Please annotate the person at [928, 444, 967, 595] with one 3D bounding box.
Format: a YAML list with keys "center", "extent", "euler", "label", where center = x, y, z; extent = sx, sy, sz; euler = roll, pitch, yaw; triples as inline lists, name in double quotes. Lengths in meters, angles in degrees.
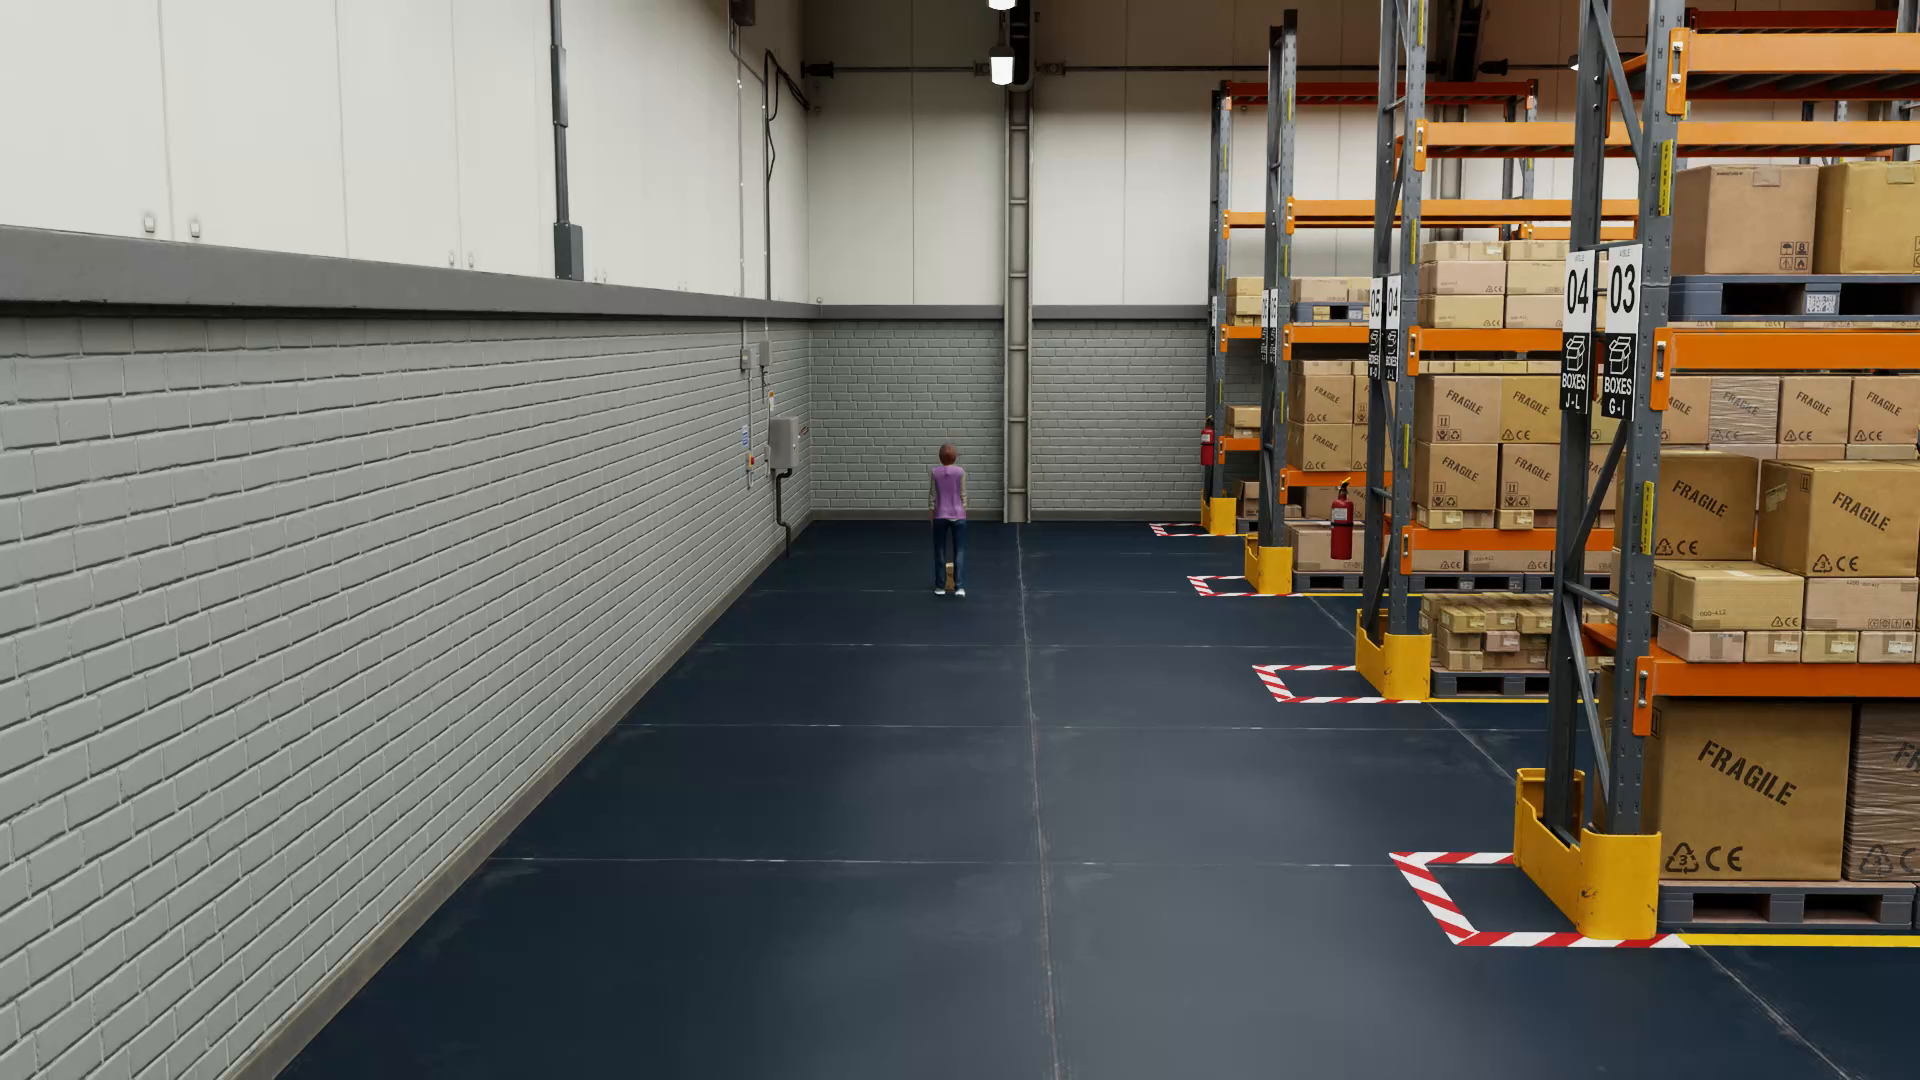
- center: [-0.133, -0.208, 17.471]
  extent: [0.407, 1.601, 0.299]
  euler: [0, 7, 2]
  label: "person"
